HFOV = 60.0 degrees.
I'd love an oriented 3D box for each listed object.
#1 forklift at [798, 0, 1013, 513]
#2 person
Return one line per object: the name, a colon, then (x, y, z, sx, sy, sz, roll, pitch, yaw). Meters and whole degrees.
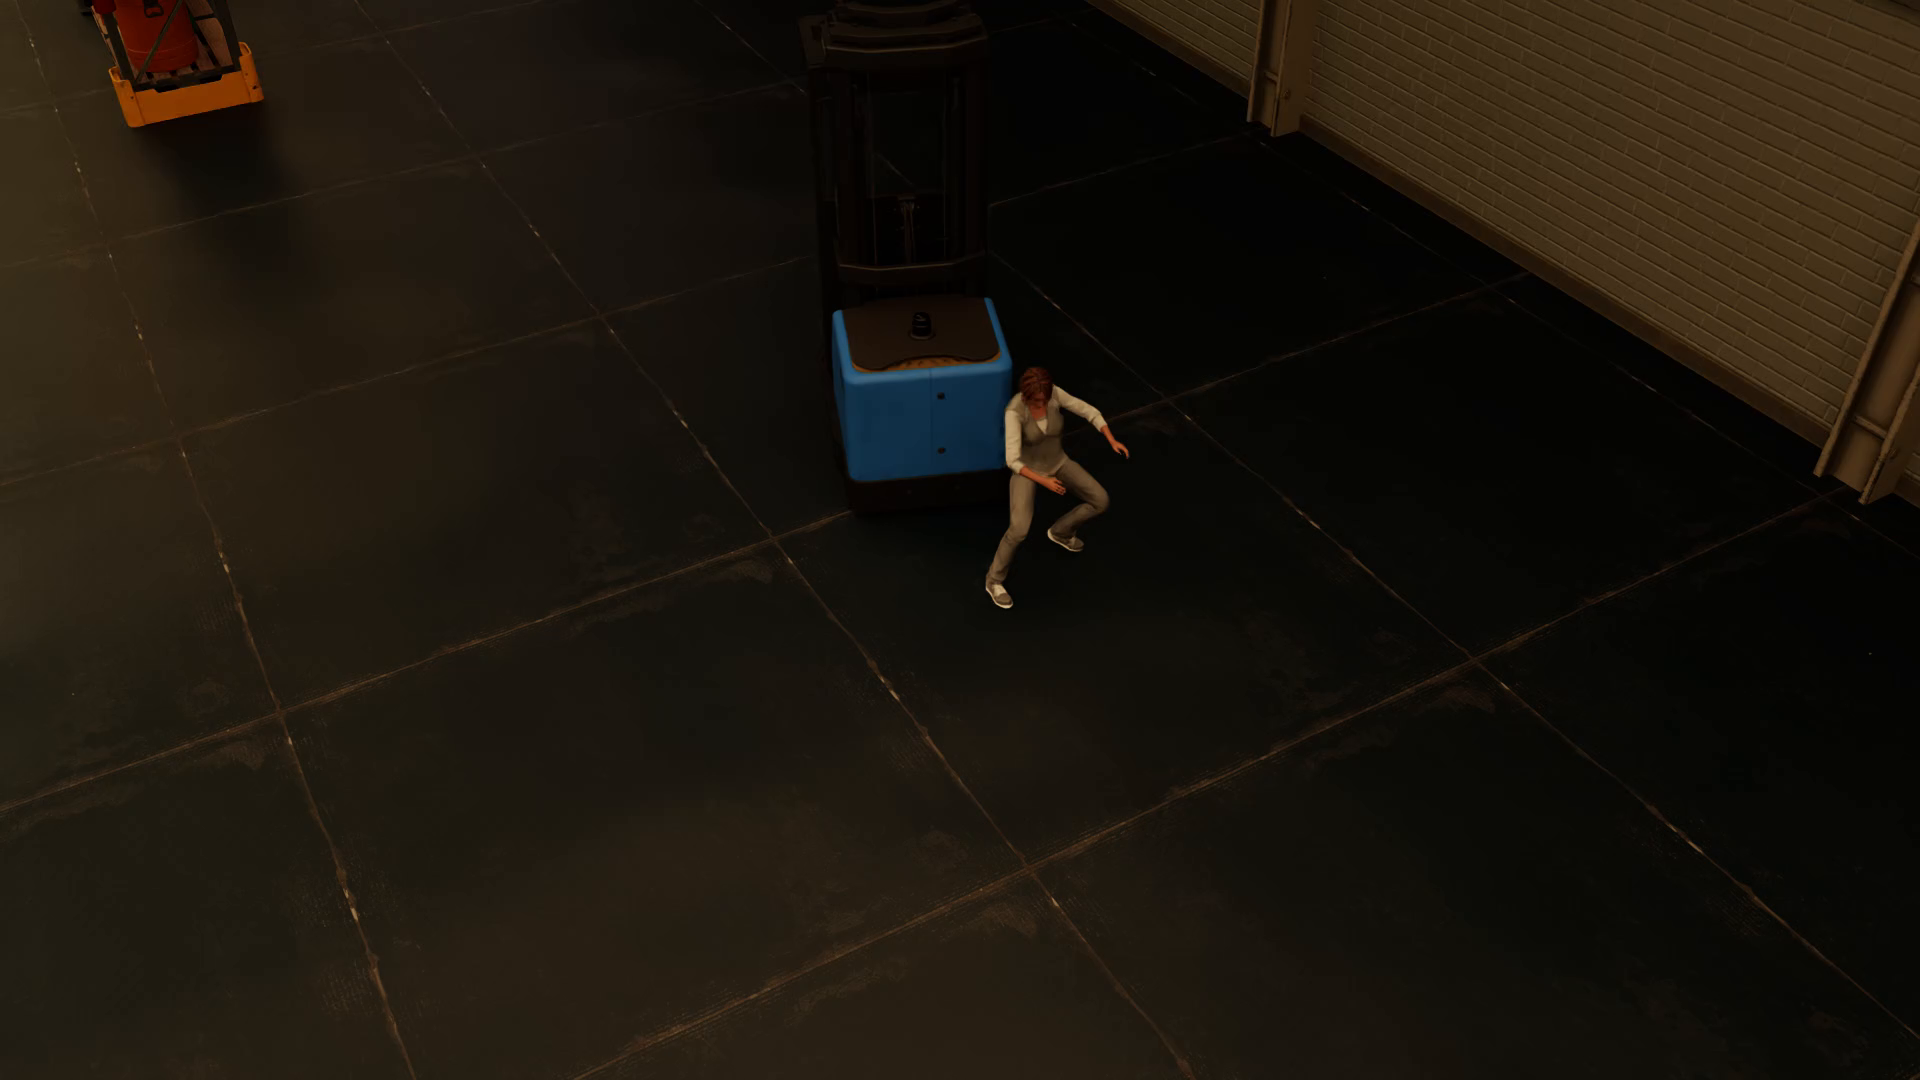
forklift: (-0.406, -2.238, 10.735, 1.130, 2.935, 3.031, -6, 40, -7)
person: (0.515, -0.358, 9.670, 0.832, 1.386, 0.642, -15, 42, -18)
